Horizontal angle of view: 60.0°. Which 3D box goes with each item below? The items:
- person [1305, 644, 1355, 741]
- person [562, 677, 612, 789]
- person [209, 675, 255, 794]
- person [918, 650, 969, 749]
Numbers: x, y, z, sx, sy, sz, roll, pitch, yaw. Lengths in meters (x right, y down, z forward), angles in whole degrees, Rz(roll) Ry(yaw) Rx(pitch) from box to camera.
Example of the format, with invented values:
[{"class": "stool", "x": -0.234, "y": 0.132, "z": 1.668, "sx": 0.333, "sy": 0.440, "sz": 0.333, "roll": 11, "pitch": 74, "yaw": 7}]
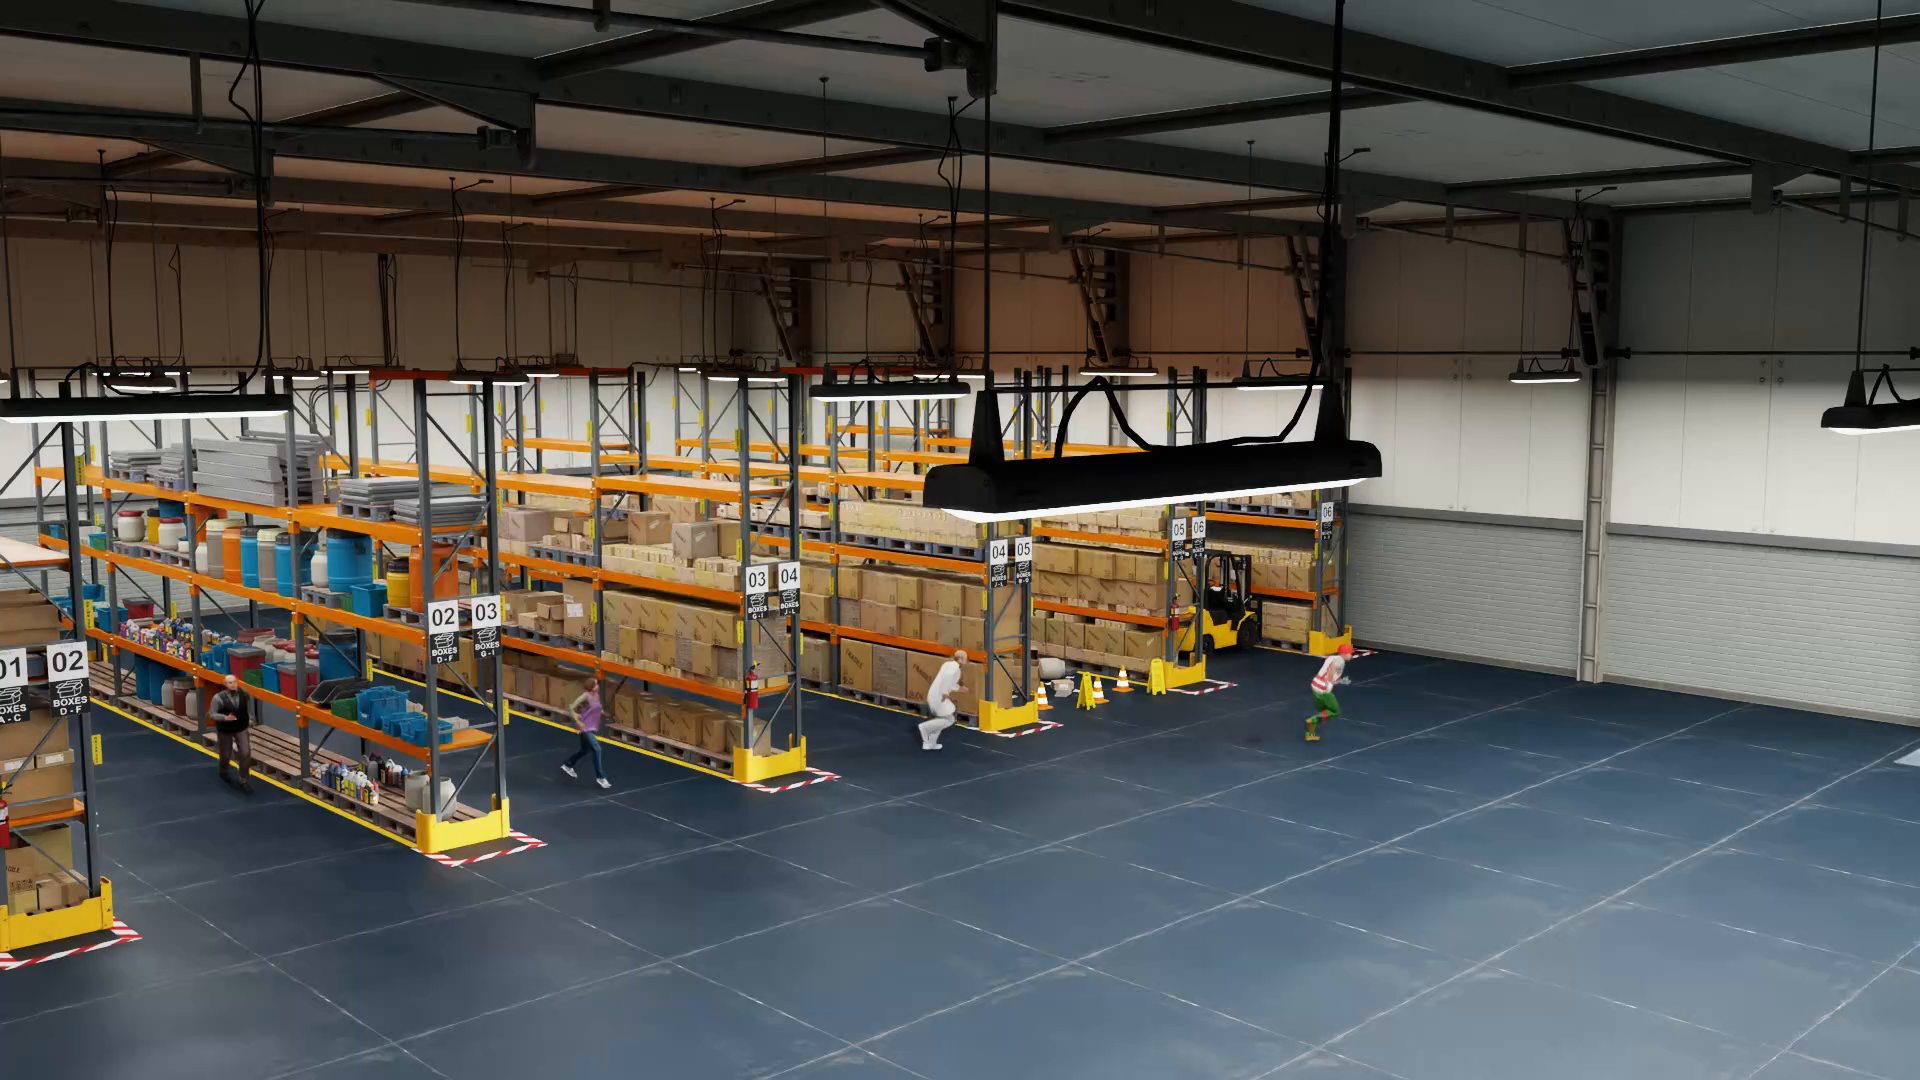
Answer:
[{"class": "person", "x": 6.036, "y": 2.492, "z": 27.075, "sx": 0.810, "sy": 1.590, "sz": 0.697, "roll": -1, "pitch": 7, "yaw": -8}, {"class": "person", "x": -5.478, "y": 2.799, "z": 24.275, "sx": 0.869, "sy": 1.621, "sz": 0.571, "roll": 2, "pitch": 7, "yaw": 15}, {"class": "person", "x": -10.543, "y": 2.773, "z": 24.071, "sx": 0.659, "sy": 1.713, "sz": 0.986, "roll": -5, "pitch": 8, "yaw": -38}, {"class": "person", "x": -0.241, "y": 2.562, "z": 26.500, "sx": 0.875, "sy": 1.592, "sz": 0.740, "roll": -2, "pitch": 7, "yaw": -14}]
